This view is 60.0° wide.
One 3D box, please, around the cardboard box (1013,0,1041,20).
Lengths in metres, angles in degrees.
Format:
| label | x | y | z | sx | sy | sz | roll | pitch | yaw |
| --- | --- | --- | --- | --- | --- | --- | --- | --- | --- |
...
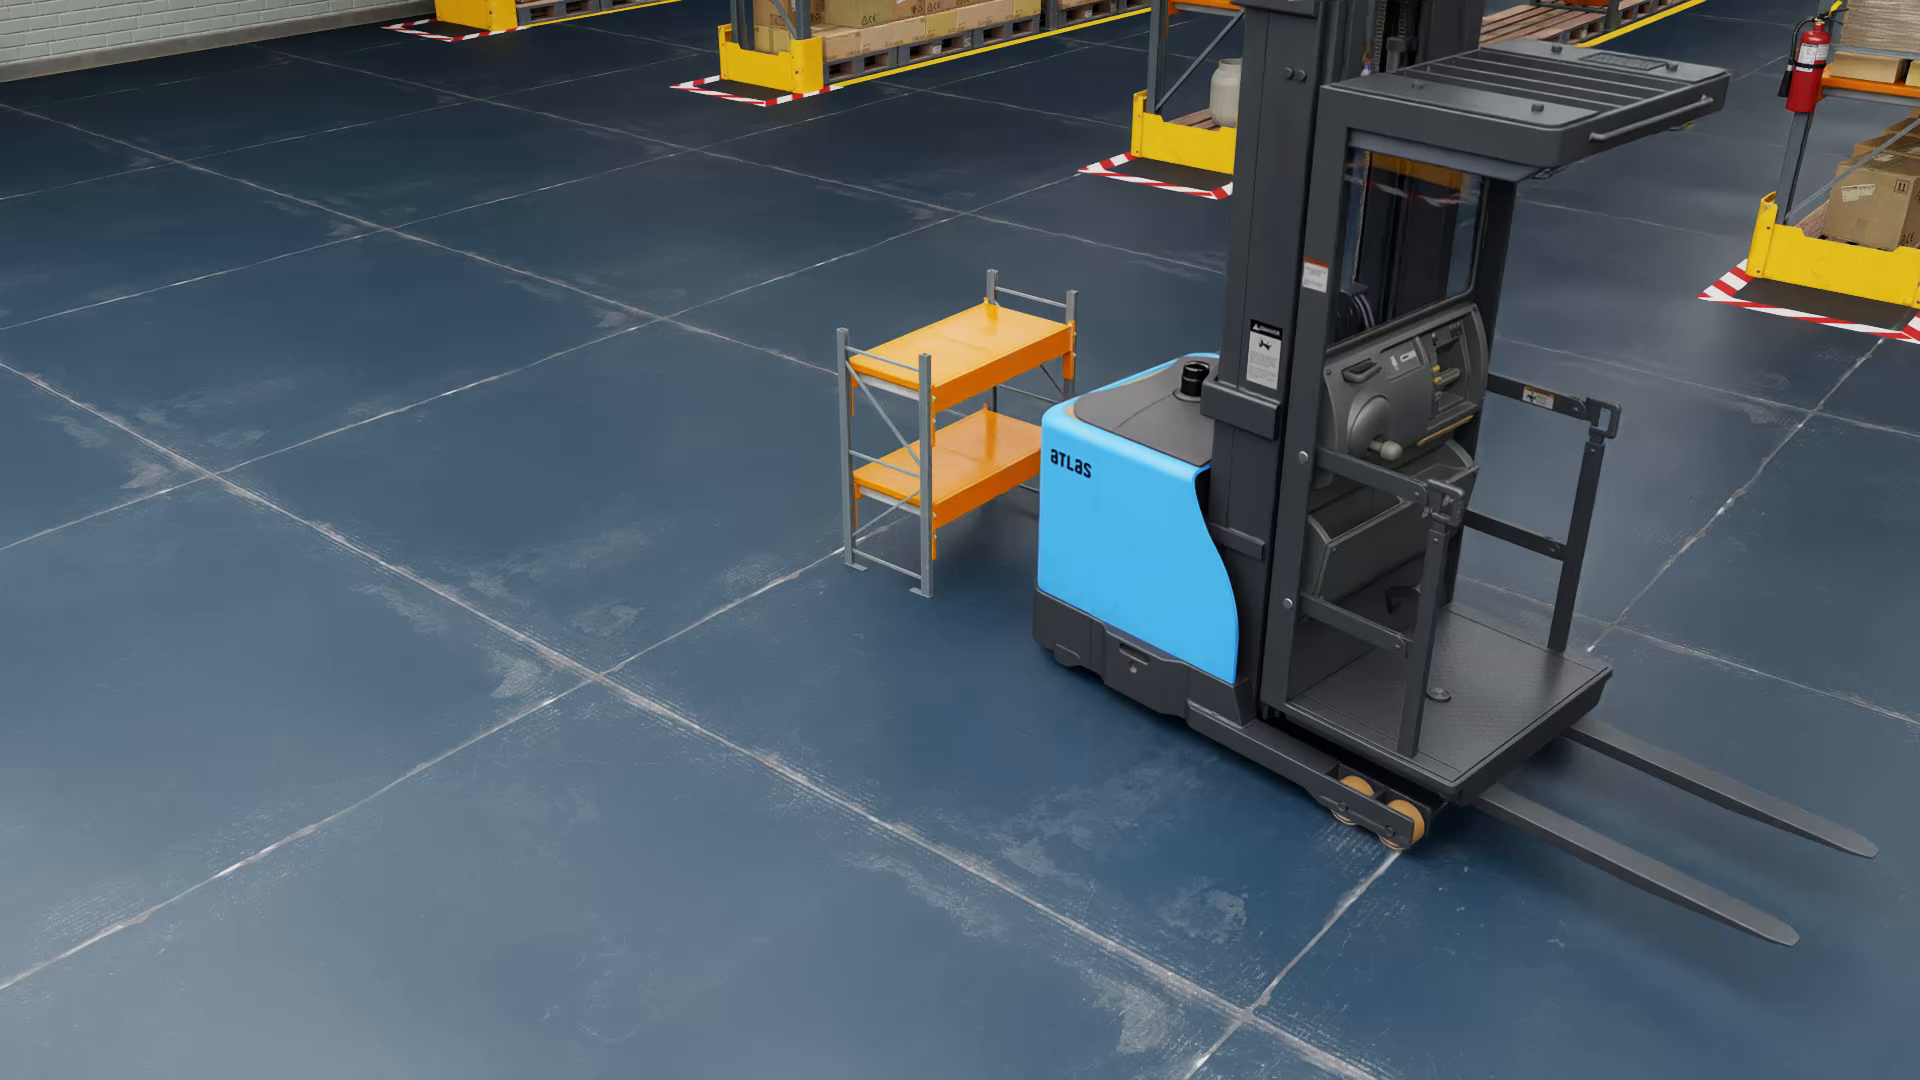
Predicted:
| label | x | y | z | sx | sy | sz | roll | pitch | yaw |
| --- | --- | --- | --- | --- | --- | --- | --- | --- | --- |
| cardboard box | 0.562 | -6.038 | 18.692 | 0.500 | 0.250 | 0.500 | 21 | 34 | 34 |

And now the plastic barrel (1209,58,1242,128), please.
| label | x | y | z | sx | sy | sz | roll | pitch | yaw |
| --- | --- | --- | --- | --- | --- | --- | --- | --- | --- |
| plastic barrel | 2.324 | -3.771 | 14.025 | 0.421 | 0.512 | 0.421 | 0 | 27 | 0 |

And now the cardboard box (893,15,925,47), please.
| label | x | y | z | sx | sy | sz | roll | pitch | yaw |
| --- | --- | --- | --- | --- | --- | --- | --- | --- | --- |
| cardboard box | -0.709 | -5.328 | 17.321 | 0.500 | 0.250 | 0.500 | 21 | 34 | 34 |

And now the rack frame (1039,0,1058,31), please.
| label | x | y | z | sx | sy | sz | roll | pitch | yaw |
| --- | --- | --- | --- | --- | --- | --- | --- | --- | --- |
| rack frame | 0.689 | -7.301 | 18.598 | 1.000 | 3.000 | 0.127 | 21 | 34 | 34 |

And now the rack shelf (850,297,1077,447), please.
| label | x | y | z | sx | sy | sz | roll | pitch | yaw |
| --- | --- | --- | --- | --- | --- | --- | --- | --- | --- |
| rack shelf | 0.004 | -0.762 | 7.362 | 0.538 | 0.278 | 1.000 | 21 | 34 | 34 |

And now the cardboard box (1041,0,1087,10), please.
| label | x | y | z | sx | sy | sz | roll | pitch | yaw |
| --- | --- | --- | --- | --- | --- | --- | --- | --- | --- |
| cardboard box | 1.136 | -6.337 | 19.270 | 0.500 | 0.250 | 0.500 | 20 | 33 | 33 |

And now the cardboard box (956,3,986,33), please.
| label | x | y | z | sx | sy | sz | roll | pitch | yaw |
| --- | --- | --- | --- | --- | --- | --- | --- | --- | --- |
| cardboard box | -0.070 | -5.682 | 18.004 | 0.500 | 0.250 | 0.500 | 21 | 34 | 34 |

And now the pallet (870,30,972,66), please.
| label | x | y | z | sx | sy | sz | roll | pitch | yaw |
| --- | --- | --- | --- | --- | --- | --- | --- | --- | --- |
| pallet | -0.625 | -5.358 | 17.878 | 1.003 | 0.211 | 1.213 | 21 | 34 | 34 |

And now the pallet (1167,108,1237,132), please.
| label | x | y | z | sx | sy | sz | roll | pitch | yaw |
| --- | --- | --- | --- | --- | --- | --- | --- | --- | --- |
| pallet | 2.497 | -3.522 | 14.329 | 1.003 | 0.211 | 1.213 | 21 | 34 | 34 |

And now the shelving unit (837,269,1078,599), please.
| label | x | y | z | sx | sy | sz | roll | pitch | yaw |
| --- | --- | --- | --- | --- | --- | --- | --- | --- | --- |
| shelving unit | 0.004 | -0.502 | 7.496 | 0.538 | 1.125 | 1.048 | 21 | 34 | 34 |

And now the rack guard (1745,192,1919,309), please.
| label | x | y | z | sx | sy | sz | roll | pitch | yaw |
| --- | --- | --- | --- | --- | --- | --- | --- | --- | --- |
| rack guard | 5.834 | -1.903 | 10.884 | 1.175 | 0.500 | 0.348 | 21 | 34 | 34 |

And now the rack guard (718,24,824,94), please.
| label | x | y | z | sx | sy | sz | roll | pitch | yaw |
| --- | --- | --- | --- | --- | --- | --- | --- | --- | --- |
| rack guard | -1.871 | -4.764 | 16.415 | 1.175 | 0.500 | 0.348 | 21 | 34 | 34 |

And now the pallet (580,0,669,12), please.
| label | x | y | z | sx | sy | sz | roll | pitch | yaw |
| --- | --- | --- | --- | --- | --- | --- | --- | --- | --- |
| pallet | -4.312 | -6.826 | 20.715 | 1.003 | 0.211 | 1.213 | 21 | 34 | 34 |

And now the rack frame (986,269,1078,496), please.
| label | x | y | z | sx | sy | sz | roll | pitch | yaw |
| --- | --- | --- | --- | --- | --- | --- | --- | --- | --- |
| rack frame | 0.328 | -0.682 | 7.845 | 0.500 | 1.125 | 0.032 | 21 | 34 | 34 |

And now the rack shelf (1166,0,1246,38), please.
| label | x | y | z | sx | sy | sz | roll | pitch | yaw |
| --- | --- | --- | --- | --- | --- | --- | --- | --- | --- |
| rack shelf | 3.236 | -4.823 | 14.592 | 1.077 | 0.370 | 4.000 | 21 | 34 | 34 |

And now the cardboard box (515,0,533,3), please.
| label | x | y | z | sx | sy | sz | roll | pitch | yaw |
| --- | --- | --- | --- | --- | --- | --- | --- | --- | --- |
| cardboard box | -5.171 | -6.549 | 19.593 | 0.500 | 0.311 | 0.500 | 17 | 32 | 29 |

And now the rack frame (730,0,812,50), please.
| label | x | y | z | sx | sy | sz | roll | pitch | yaw |
| --- | --- | --- | --- | --- | --- | --- | --- | --- | --- |
| rack frame | -1.856 | -5.883 | 15.857 | 1.000 | 3.000 | 0.127 | 21 | 34 | 34 |

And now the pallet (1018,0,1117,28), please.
| label | x | y | z | sx | sy | sz | roll | pitch | yaw |
| --- | --- | --- | --- | --- | --- | --- | --- | --- | --- |
| pallet | 1.127 | -6.335 | 19.766 | 1.003 | 0.211 | 1.213 | 21 | 34 | 34 |

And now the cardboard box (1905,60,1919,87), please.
| label | x | y | z | sx | sy | sz | roll | pitch | yaw |
| --- | --- | --- | --- | --- | --- | --- | --- | --- | --- |
| cardboard box | 6.151 | -2.906 | 10.376 | 0.380 | 0.149 | 0.250 | 21 | 34 | 34 |

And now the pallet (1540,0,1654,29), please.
| label | x | y | z | sx | sy | sz | roll | pitch | yaw |
| --- | --- | --- | --- | --- | --- | --- | --- | --- | --- |
| pallet | 7.522 | -6.323 | 19.743 | 1.003 | 0.211 | 1.213 | 21 | 34 | 34 |

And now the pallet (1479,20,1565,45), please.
| label | x | y | z | sx | sy | sz | roll | pitch | yaw |
| --- | --- | --- | --- | --- | --- | --- | --- | --- | --- |
| pallet | 5.754 | -5.338 | 17.838 | 1.003 | 0.211 | 1.213 | 21 | 34 | 34 |

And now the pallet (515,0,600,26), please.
| label | x | y | z | sx | sy | sz | roll | pitch | yaw |
| --- | --- | --- | --- | --- | --- | --- | --- | --- | --- |
| pallet | -5.088 | -6.395 | 19.882 | 1.003 | 0.211 | 1.213 | 21 | 34 | 34 |

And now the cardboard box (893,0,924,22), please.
| label | x | y | z | sx | sy | sz | roll | pitch | yaw |
| --- | --- | --- | --- | --- | --- | --- | --- | --- | --- |
| cardboard box | -0.718 | -5.665 | 17.155 | 0.500 | 0.500 | 0.500 | 21 | 34 | 34 |

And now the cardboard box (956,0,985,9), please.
| label | x | y | z | sx | sy | sz | roll | pitch | yaw |
| --- | --- | --- | --- | --- | --- | --- | --- | --- | --- |
| cardboard box | -0.080 | -6.019 | 17.839 | 0.500 | 0.500 | 0.500 | 21 | 34 | 34 |

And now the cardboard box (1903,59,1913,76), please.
| label | x | y | z | sx | sy | sz | roll | pitch | yaw |
| --- | --- | --- | --- | --- | --- | --- | --- | --- | --- |
| cardboard box | 5.968 | -3.124 | 10.798 | 0.380 | 0.149 | 0.250 | 21 | 34 | 34 |

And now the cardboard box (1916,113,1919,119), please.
| label | x | y | z | sx | sy | sz | roll | pitch | yaw |
| --- | --- | --- | --- | --- | --- | --- | --- | --- | --- |
| cardboard box | 7.352 | -2.902 | 12.359 | 0.500 | 0.500 | 0.500 | 17 | 32 | 30 |

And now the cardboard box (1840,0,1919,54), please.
| label | x | y | z | sx | sy | sz | roll | pitch | yaw |
| --- | --- | --- | --- | --- | --- | --- | --- | --- | --- |
| cardboard box | 6.157 | -3.350 | 10.528 | 0.875 | 0.500 | 0.500 | 21 | 34 | 34 |

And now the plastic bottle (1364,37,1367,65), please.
| label | x | y | z | sx | sy | sz | roll | pitch | yaw |
| --- | --- | --- | --- | --- | --- | --- | --- | --- | --- |
| plastic bottle | 3.865 | -4.702 | 16.053 | 0.061 | 0.283 | 0.133 | 21 | 34 | 34 |

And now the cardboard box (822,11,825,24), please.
| label | x | y | z | sx | sy | sz | roll | pitch | yaw |
| --- | --- | --- | --- | --- | --- | --- | --- | --- | --- |
| cardboard box | -1.434 | -5.305 | 17.276 | 0.500 | 0.250 | 0.500 | 21 | 34 | 34 |

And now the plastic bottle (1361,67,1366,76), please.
| label | x | y | z | sx | sy | sz | roll | pitch | yaw |
| --- | --- | --- | --- | --- | --- | --- | --- | --- | --- |
| plastic bottle | 3.576 | -4.090 | 14.883 | 0.097 | 0.271 | 0.097 | 0 | 27 | 0 |

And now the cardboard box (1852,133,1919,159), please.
| label | x | y | z | sx | sy | sz | roll | pitch | yaw |
| --- | --- | --- | --- | --- | --- | --- | --- | --- | --- |
| cardboard box | 6.550 | -2.501 | 11.583 | 0.500 | 0.500 | 0.500 | -18 | 32 | -31 |

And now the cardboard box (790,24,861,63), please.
| label | x | y | z | sx | sy | sz | roll | pitch | yaw |
| --- | --- | --- | --- | --- | --- | --- | --- | --- | --- |
| cardboard box | -1.343 | -4.973 | 16.634 | 0.500 | 0.250 | 0.500 | 21 | 34 | 34 |

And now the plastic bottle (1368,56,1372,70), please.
| label | x | y | z | sx | sy | sz | roll | pitch | yaw |
| --- | --- | --- | --- | --- | --- | --- | --- | --- | --- |
| plastic bottle | 3.805 | -4.320 | 15.314 | 0.061 | 0.283 | 0.133 | 21 | 34 | 34 |

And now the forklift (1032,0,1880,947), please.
| label | x | y | z | sx | sy | sz | roll | pitch | yaw |
| --- | --- | --- | --- | --- | --- | --- | --- | --- | --- |
| forklift | 1.675 | -0.508 | 5.543 | 1.130 | 2.935 | 3.031 | -23 | 35 | -38 |

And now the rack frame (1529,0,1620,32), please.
| label | x | y | z | sx | sy | sz | roll | pitch | yaw |
| --- | --- | --- | --- | --- | --- | --- | --- | --- | --- |
| rack frame | 7.053 | -7.270 | 18.539 | 1.000 | 3.000 | 0.127 | 21 | 34 | 34 |

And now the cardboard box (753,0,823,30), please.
| label | x | y | z | sx | sy | sz | roll | pitch | yaw |
| --- | --- | --- | --- | --- | --- | --- | --- | --- | --- |
| cardboard box | -1.744 | -5.458 | 16.755 | 0.500 | 0.500 | 0.500 | 21 | 34 | 34 |
